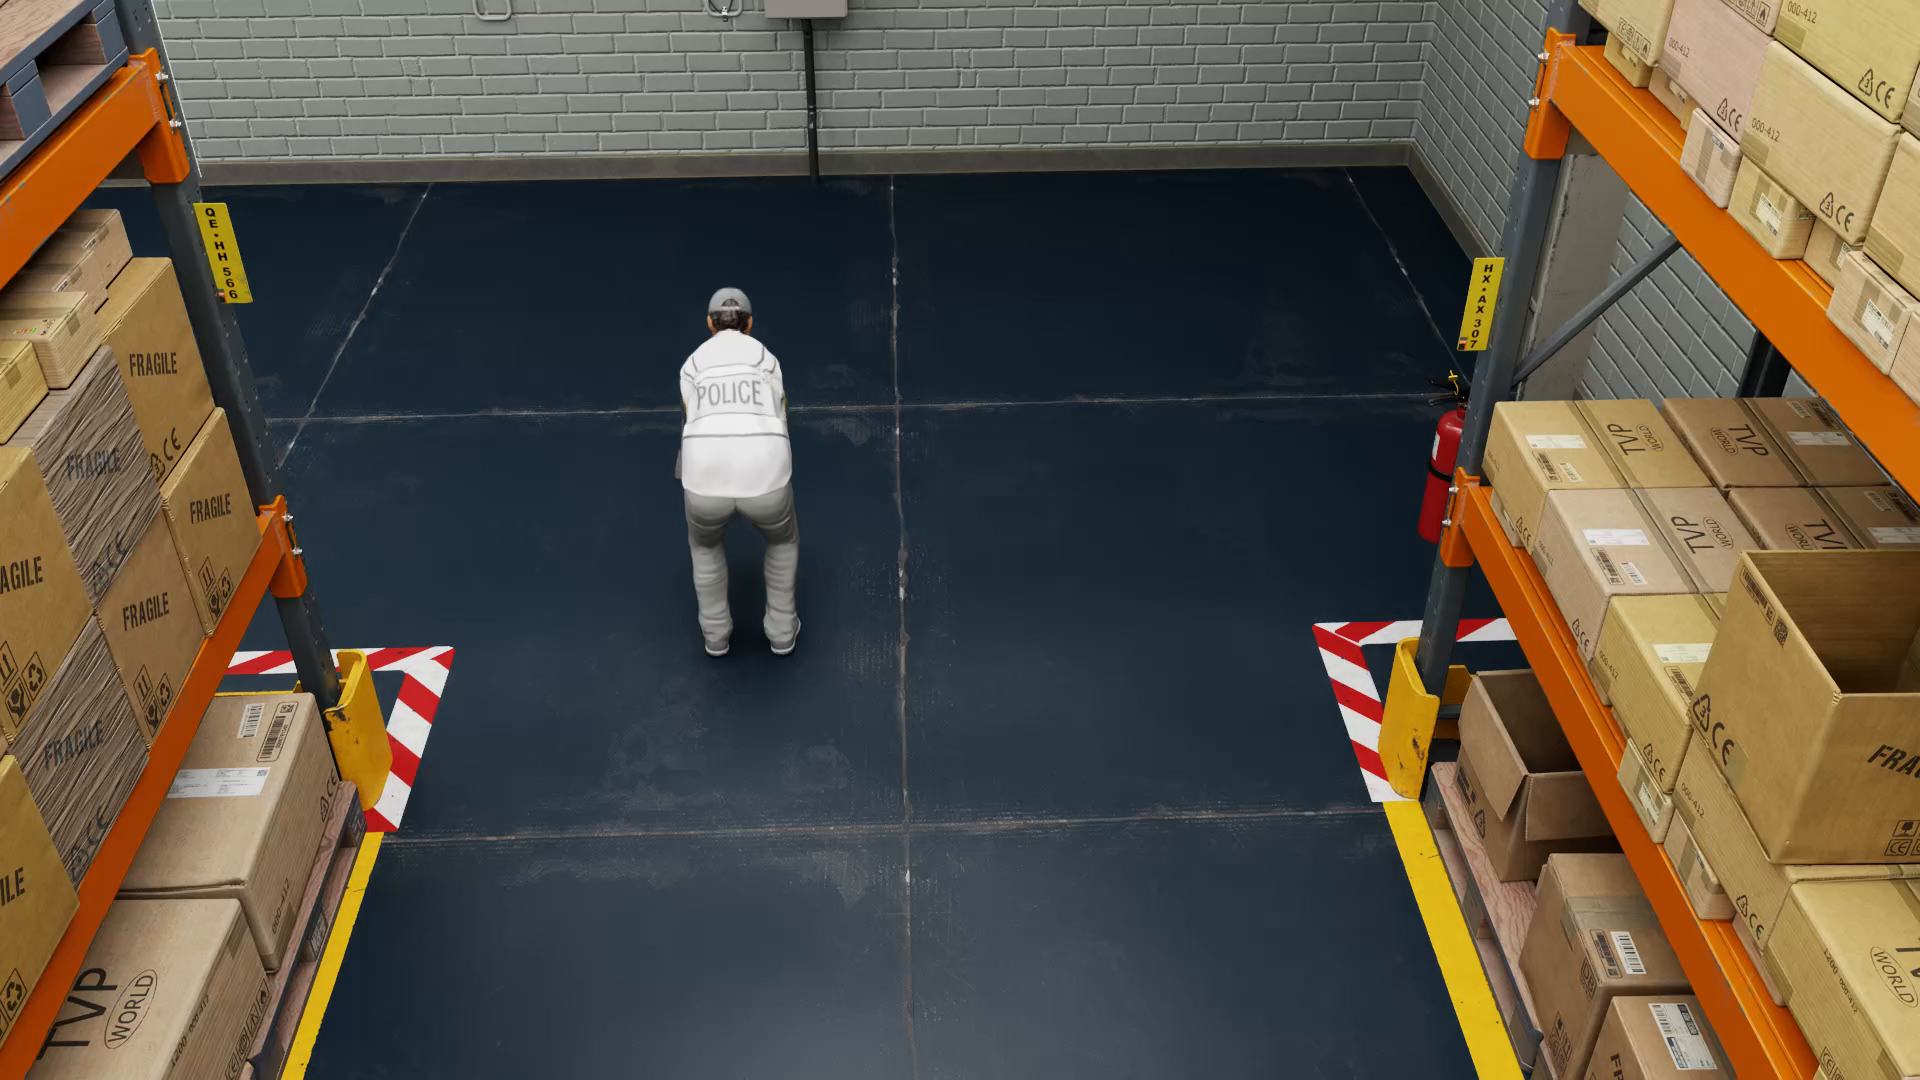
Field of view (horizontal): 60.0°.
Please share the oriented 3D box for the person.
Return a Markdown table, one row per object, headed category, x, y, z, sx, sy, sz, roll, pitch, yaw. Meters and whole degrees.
| category | x | y | z | sx | sy | sz | roll | pitch | yaw |
| --- | --- | --- | --- | --- | --- | --- | --- | --- | --- |
| person | -0.892 | -0.263 | 6.758 | 0.457 | 1.390 | 0.826 | -2 | 36 | -3 |
